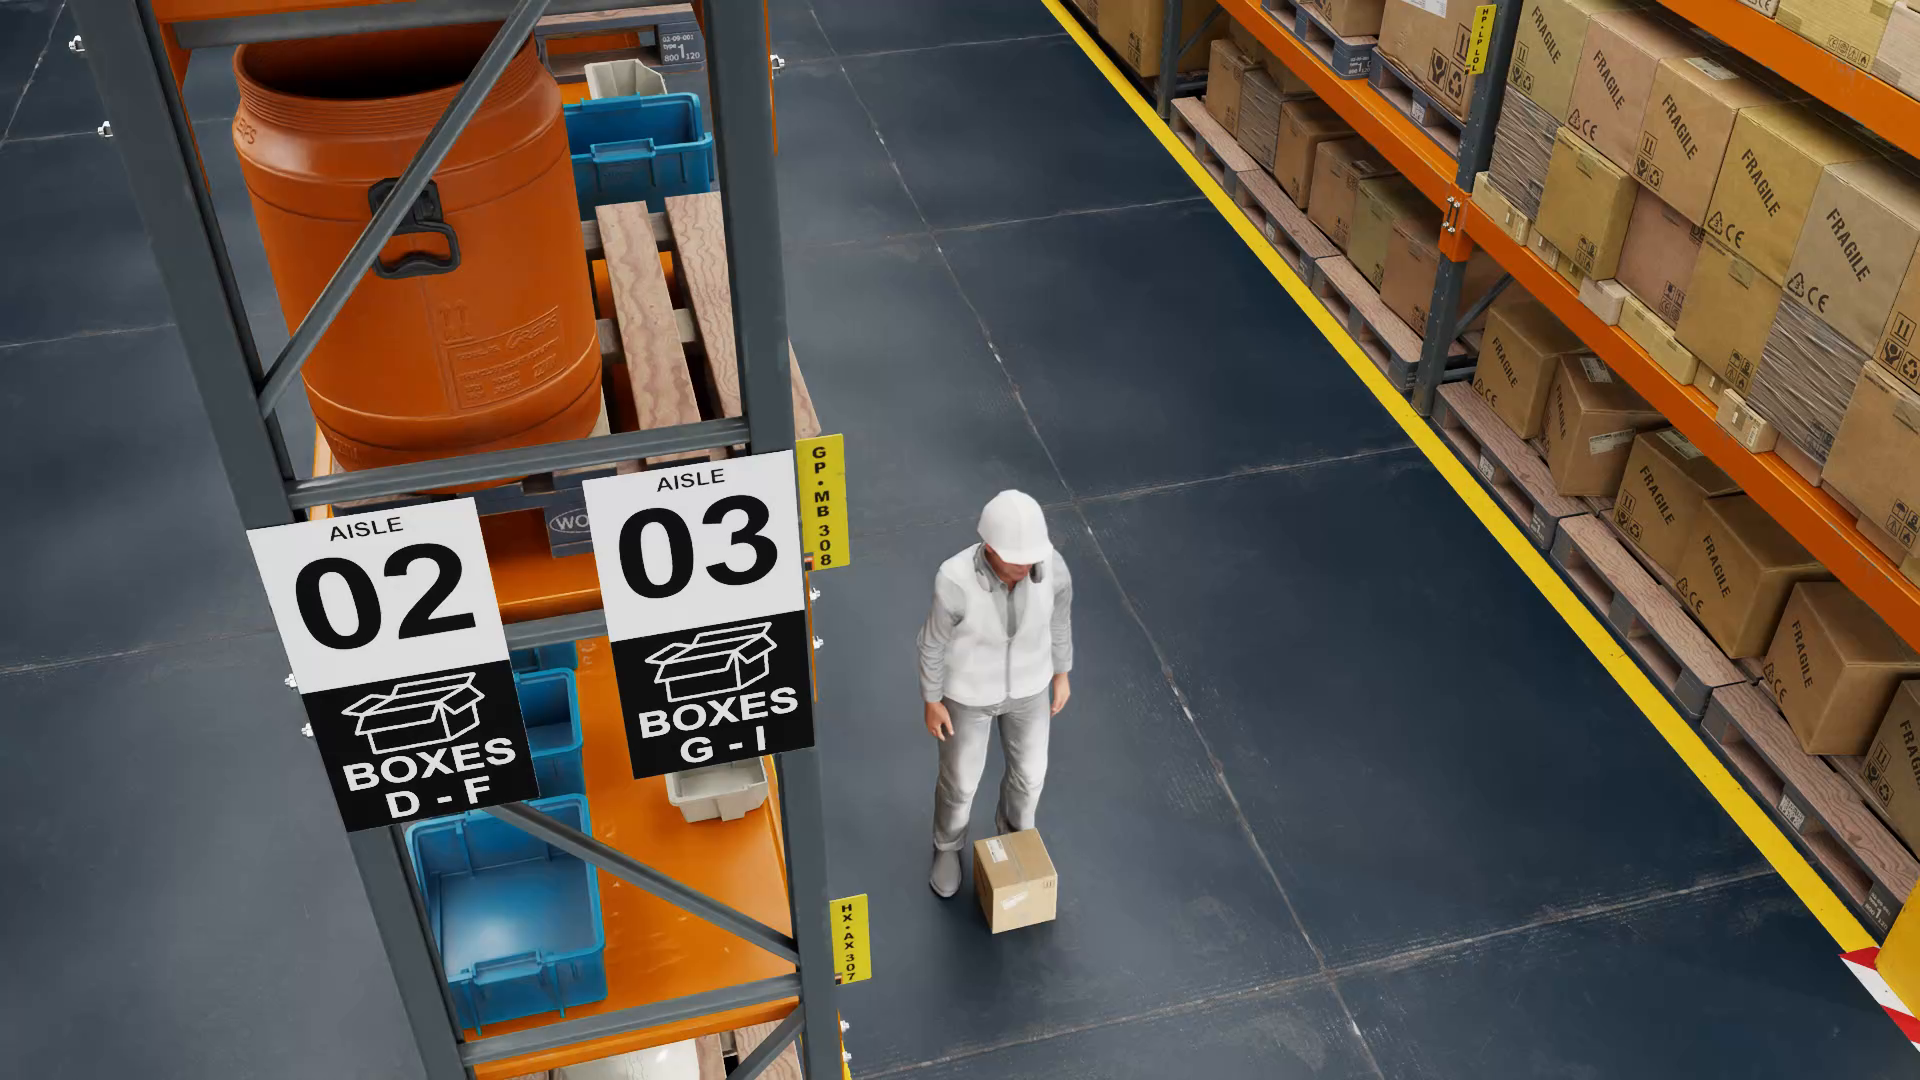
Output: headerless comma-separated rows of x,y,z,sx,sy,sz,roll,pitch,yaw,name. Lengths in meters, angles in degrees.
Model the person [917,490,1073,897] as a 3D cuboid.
0.136,0.533,6.010,0.584,1.770,0.476,-11,39,-14,person
